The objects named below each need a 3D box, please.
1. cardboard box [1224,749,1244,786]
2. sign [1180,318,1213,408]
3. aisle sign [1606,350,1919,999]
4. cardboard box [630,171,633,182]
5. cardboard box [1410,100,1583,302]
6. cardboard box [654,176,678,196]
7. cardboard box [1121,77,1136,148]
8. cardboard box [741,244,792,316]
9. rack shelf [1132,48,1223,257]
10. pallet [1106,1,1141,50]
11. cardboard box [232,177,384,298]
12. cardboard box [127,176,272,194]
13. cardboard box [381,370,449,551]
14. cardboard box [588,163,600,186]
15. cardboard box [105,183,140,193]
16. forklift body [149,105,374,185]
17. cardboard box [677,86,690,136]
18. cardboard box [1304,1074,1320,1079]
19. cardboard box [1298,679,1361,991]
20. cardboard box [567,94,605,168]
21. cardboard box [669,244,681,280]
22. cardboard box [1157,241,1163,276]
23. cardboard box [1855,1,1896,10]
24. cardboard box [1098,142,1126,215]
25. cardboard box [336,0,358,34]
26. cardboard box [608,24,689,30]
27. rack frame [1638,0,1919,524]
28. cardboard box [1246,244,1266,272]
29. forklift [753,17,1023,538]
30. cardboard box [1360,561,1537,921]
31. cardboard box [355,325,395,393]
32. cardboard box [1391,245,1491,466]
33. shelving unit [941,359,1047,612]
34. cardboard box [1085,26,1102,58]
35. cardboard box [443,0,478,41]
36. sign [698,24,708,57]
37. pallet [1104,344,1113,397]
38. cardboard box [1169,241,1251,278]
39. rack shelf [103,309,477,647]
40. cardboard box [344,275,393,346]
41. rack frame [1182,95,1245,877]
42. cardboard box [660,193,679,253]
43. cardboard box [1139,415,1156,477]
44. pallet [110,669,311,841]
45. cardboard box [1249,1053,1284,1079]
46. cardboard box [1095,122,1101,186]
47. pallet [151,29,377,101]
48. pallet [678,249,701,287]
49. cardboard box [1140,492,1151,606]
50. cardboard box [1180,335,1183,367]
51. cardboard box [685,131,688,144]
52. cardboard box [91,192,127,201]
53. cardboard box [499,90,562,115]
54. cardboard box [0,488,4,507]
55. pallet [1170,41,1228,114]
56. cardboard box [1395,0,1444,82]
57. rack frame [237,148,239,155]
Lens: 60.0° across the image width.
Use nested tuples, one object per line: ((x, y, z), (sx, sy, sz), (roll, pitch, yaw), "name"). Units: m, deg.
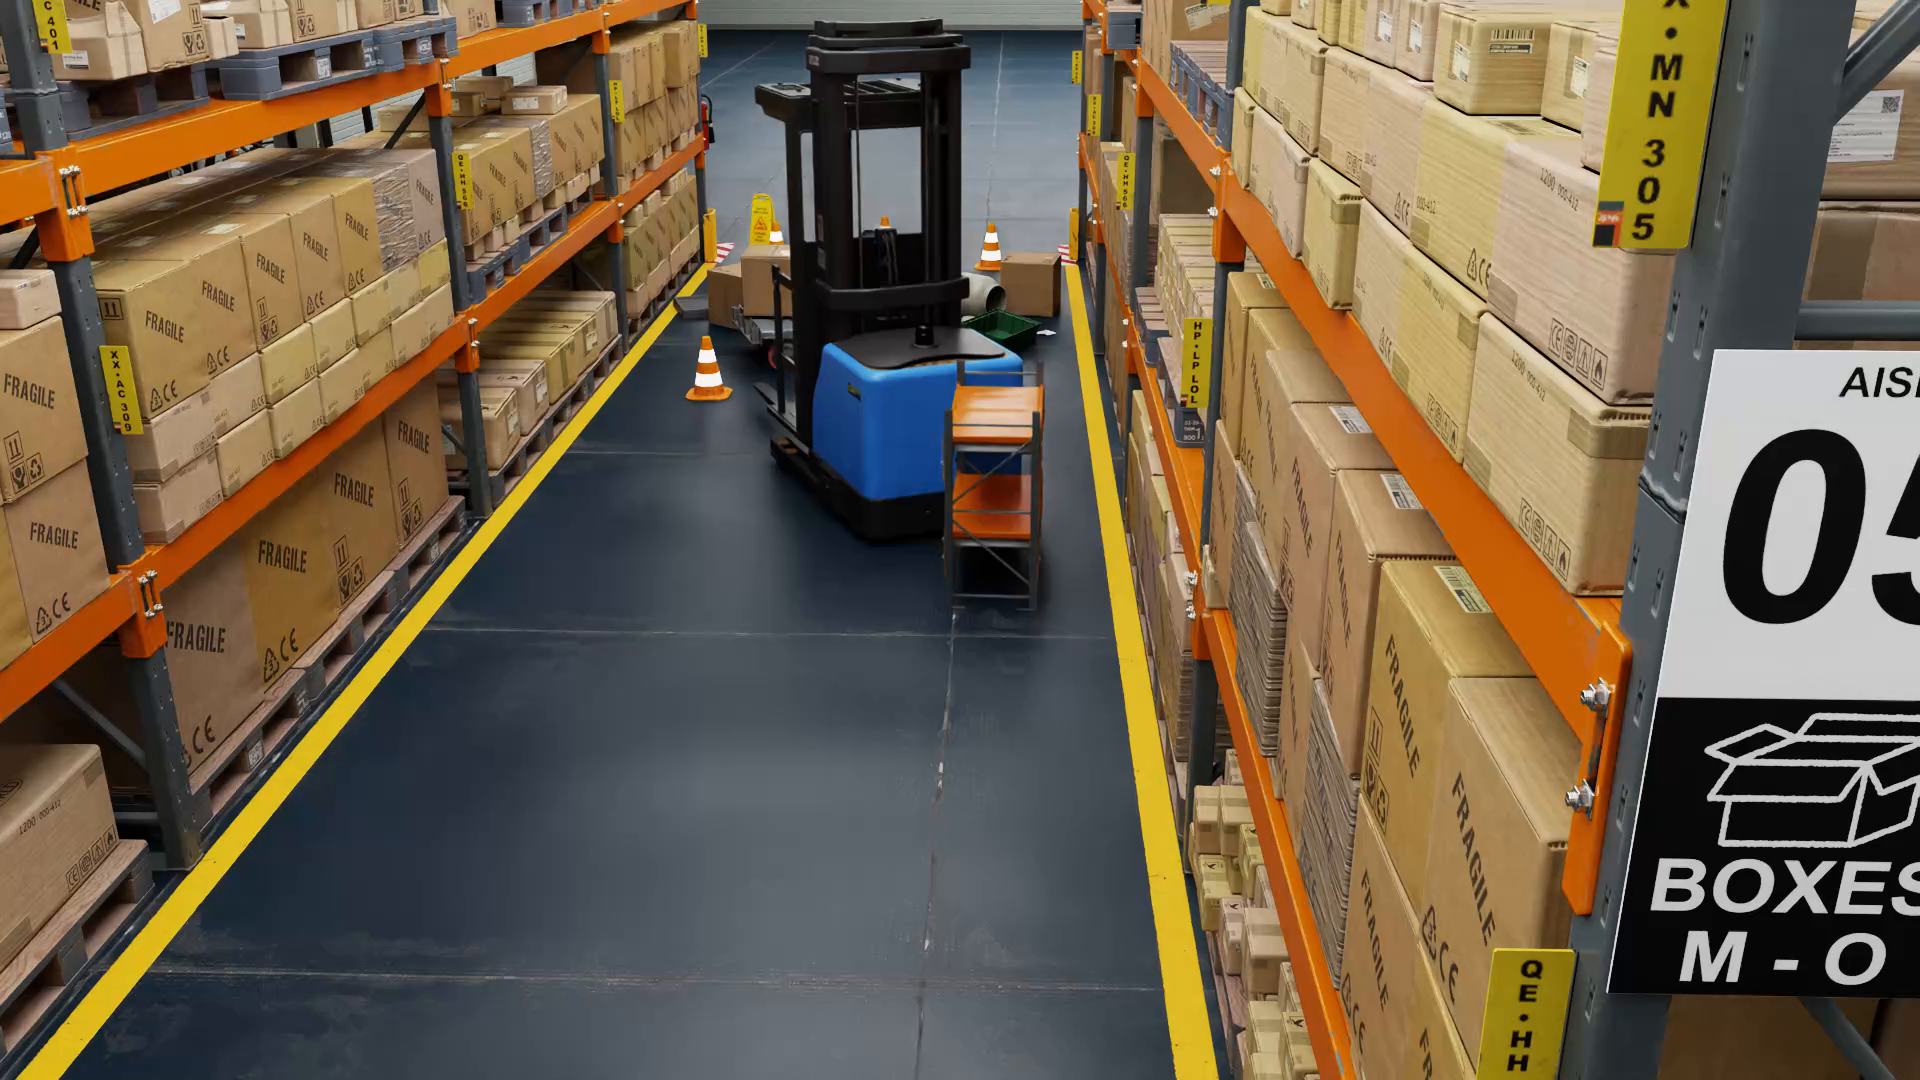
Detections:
((1.175, 0.896, 6.111), (0.380, 0.149, 0.250), (1, 21, 4), "cardboard box")
((0.838, -0.627, 5.897), (0.100, 0.325, 0.005), (1, 21, 2), "sign")
((0.969, 0.175, 1.837), (0.394, 0.787, 0.004), (1, 21, 2), "aisle sign")
((-3.051, -3.174, 14.411), (0.380, 0.149, 0.250), (1, 21, 1), "cardboard box")
((1.045, -0.552, 2.674), (0.500, 0.250, 0.500), (0, 21, 0), "cardboard box")
((-2.921, -3.393, 15.914), (0.380, 0.149, 0.250), (2, 21, 4), "cardboard box")
((1.627, -3.308, 12.887), (0.700, 0.500, 0.500), (0, 21, 1), "cardboard box")
((-1.535, -2.172, 13.888), (0.500, 0.500, 0.500), (1, 21, 2), "cardboard box")
((1.454, -1.868, 7.546), (1.077, 0.370, 4.000), (1, 21, 2), "rack shelf")
((1.481, -3.072, 9.915), (1.213, 0.211, 1.003), (2, 21, 4), "pallet")
((-3.220, -1.504, 8.239), (0.500, 0.500, 0.500), (1, 21, 2), "cardboard box")
((-3.732, -1.517, 8.272), (0.500, 0.500, 0.500), (1, 21, 3), "cardboard box")
((-3.540, -0.503, 9.535), (0.875, 0.875, 0.875), (0, 21, 1), "cardboard box")
((-3.054, -2.882, 13.078), (0.380, 0.149, 0.250), (1, 21, 2), "cardboard box")
((-8.396, -3.339, 16.327), (0.500, 0.250, 0.500), (0, 21, 1), "cardboard box")
((-6.389, -3.391, 15.795), (2.313, 2.155, 1.214), (1, 21, 2), "forklift body")
((-2.954, -4.244, 16.271), (0.500, 0.500, 0.500), (1, 21, 2), "cardboard box")
((1.123, 1.556, 4.411), (0.380, 0.149, 0.250), (0, 21, 0), "cardboard box")
((1.054, 0.644, 3.674), (0.500, 0.500, 0.500), (1, 21, 2), "cardboard box")
((-3.099, -3.204, 13.010), (0.500, 0.500, 0.500), (0, 21, 1), "cardboard box")
((-2.983, -2.681, 16.013), (0.500, 0.250, 0.500), (0, 21, 0), "cardboard box")
((1.299, -1.573, 9.293), (0.380, 0.149, 0.250), (2, 21, 4), "cardboard box")
((1.526, -0.870, 2.942), (0.380, 0.149, 0.250), (1, 21, 3), "cardboard box")
((1.351, -2.834, 13.049), (0.500, 0.500, 0.500), (1, 21, 2), "cardboard box")
((-3.128, -2.576, 7.980), (0.396, 0.266, 0.258), (0, 21, 0), "cardboard box")
((-3.013, -4.720, 16.116), (0.700, 0.500, 0.500), (1, 21, 2), "cardboard box")
((1.271, -1.433, 1.282), (1.000, 3.000, 0.127), (1, 21, 2), "rack frame")
((1.798, -1.735, 10.214), (0.500, 0.500, 0.500), (1, 21, 2), "cardboard box")
((-0.646, -1.875, 10.809), (1.130, 2.935, 3.031), (-9, 23, -21), "forklift")
((1.052, 0.361, 3.020), (0.500, 0.500, 0.500), (0, 21, 0), "cardboard box")
((-3.223, -0.924, 8.471), (0.500, 0.250, 0.500), (0, 21, 1), "cardboard box")
((1.029, -0.316, 2.758), (0.500, 0.250, 0.500), (1, 21, 2), "cardboard box")
((0.201, -0.330, 9.325), (0.538, 1.125, 1.048), (1, 21, 3), "shelving unit")
((1.708, -4.861, 16.709), (0.875, 0.550, 0.550), (1, 21, 2), "cardboard box")
((-3.397, -3.334, 10.190), (0.700, 0.500, 0.500), (1, 21, 2), "cardboard box")
((-2.639, -5.113, 17.022), (0.100, 0.325, 0.005), (1, 21, 2), "sign")
((1.688, -1.395, 13.332), (1.003, 0.211, 1.213), (1, 21, 2), "pallet")
((1.281, -1.438, 8.533), (0.380, 0.149, 0.250), (0, 21, -1), "cardboard box")
((-3.497, -0.488, 8.134), (1.077, 0.370, 4.000), (1, 21, 2), "rack shelf")
((-3.204, -1.161, 8.391), (0.500, 0.250, 0.500), (0, 21, 0), "cardboard box")
((1.393, -0.082, 6.094), (1.000, 3.000, 0.127), (1, 21, 2), "rack frame")
((-2.992, -3.039, 15.898), (0.500, 0.500, 0.500), (0, 21, 0), "cardboard box")
((1.236, -0.479, 8.954), (0.500, 0.250, 0.500), (0, 21, 1), "cardboard box")
((-3.610, 0.920, 7.366), (1.003, 0.211, 1.213), (1, 21, 2), "pallet")
((1.026, 1.597, 4.716), (0.380, 0.149, 0.250), (1, 21, 2), "cardboard box")
((1.630, -3.377, 14.379), (0.875, 0.550, 0.550), (1, 21, 2), "cardboard box")
((-3.434, -2.219, 7.716), (1.003, 0.211, 1.213), (2, 21, 4), "pallet")
((-3.255, -2.818, 17.000), (1.003, 0.211, 1.213), (1, 21, 2), "pallet")
((1.215, 0.061, 8.599), (0.500, 0.500, 0.500), (0, 21, 0), "cardboard box")
((1.252, -0.874, 7.902), (0.380, 0.149, 0.250), (0, 21, 0), "cardboard box")
((-2.917, -3.999, 16.536), (0.380, 0.149, 0.250), (0, 21, 1), "cardboard box")
((-7.895, -3.152, 15.844), (0.500, 0.250, 0.500), (0, 21, 1), "cardboard box")
((-3.096, -3.158, 11.995), (0.380, 0.149, 0.250), (0, 21, -1), "cardboard box")
((-3.320, -0.256, 5.021), (0.500, 0.500, 0.500), (0, 21, 1), "cardboard box")
((1.547, -1.990, 7.124), (1.213, 0.211, 1.003), (1, 21, 2), "pallet")
((1.058, -0.970, 3.200), (0.380, 0.149, 0.250), (1, 21, 3), "cardboard box")
((-8.154, -4.492, 17.460), (1.000, 3.000, 0.127), (1, 21, 2), "rack frame")
